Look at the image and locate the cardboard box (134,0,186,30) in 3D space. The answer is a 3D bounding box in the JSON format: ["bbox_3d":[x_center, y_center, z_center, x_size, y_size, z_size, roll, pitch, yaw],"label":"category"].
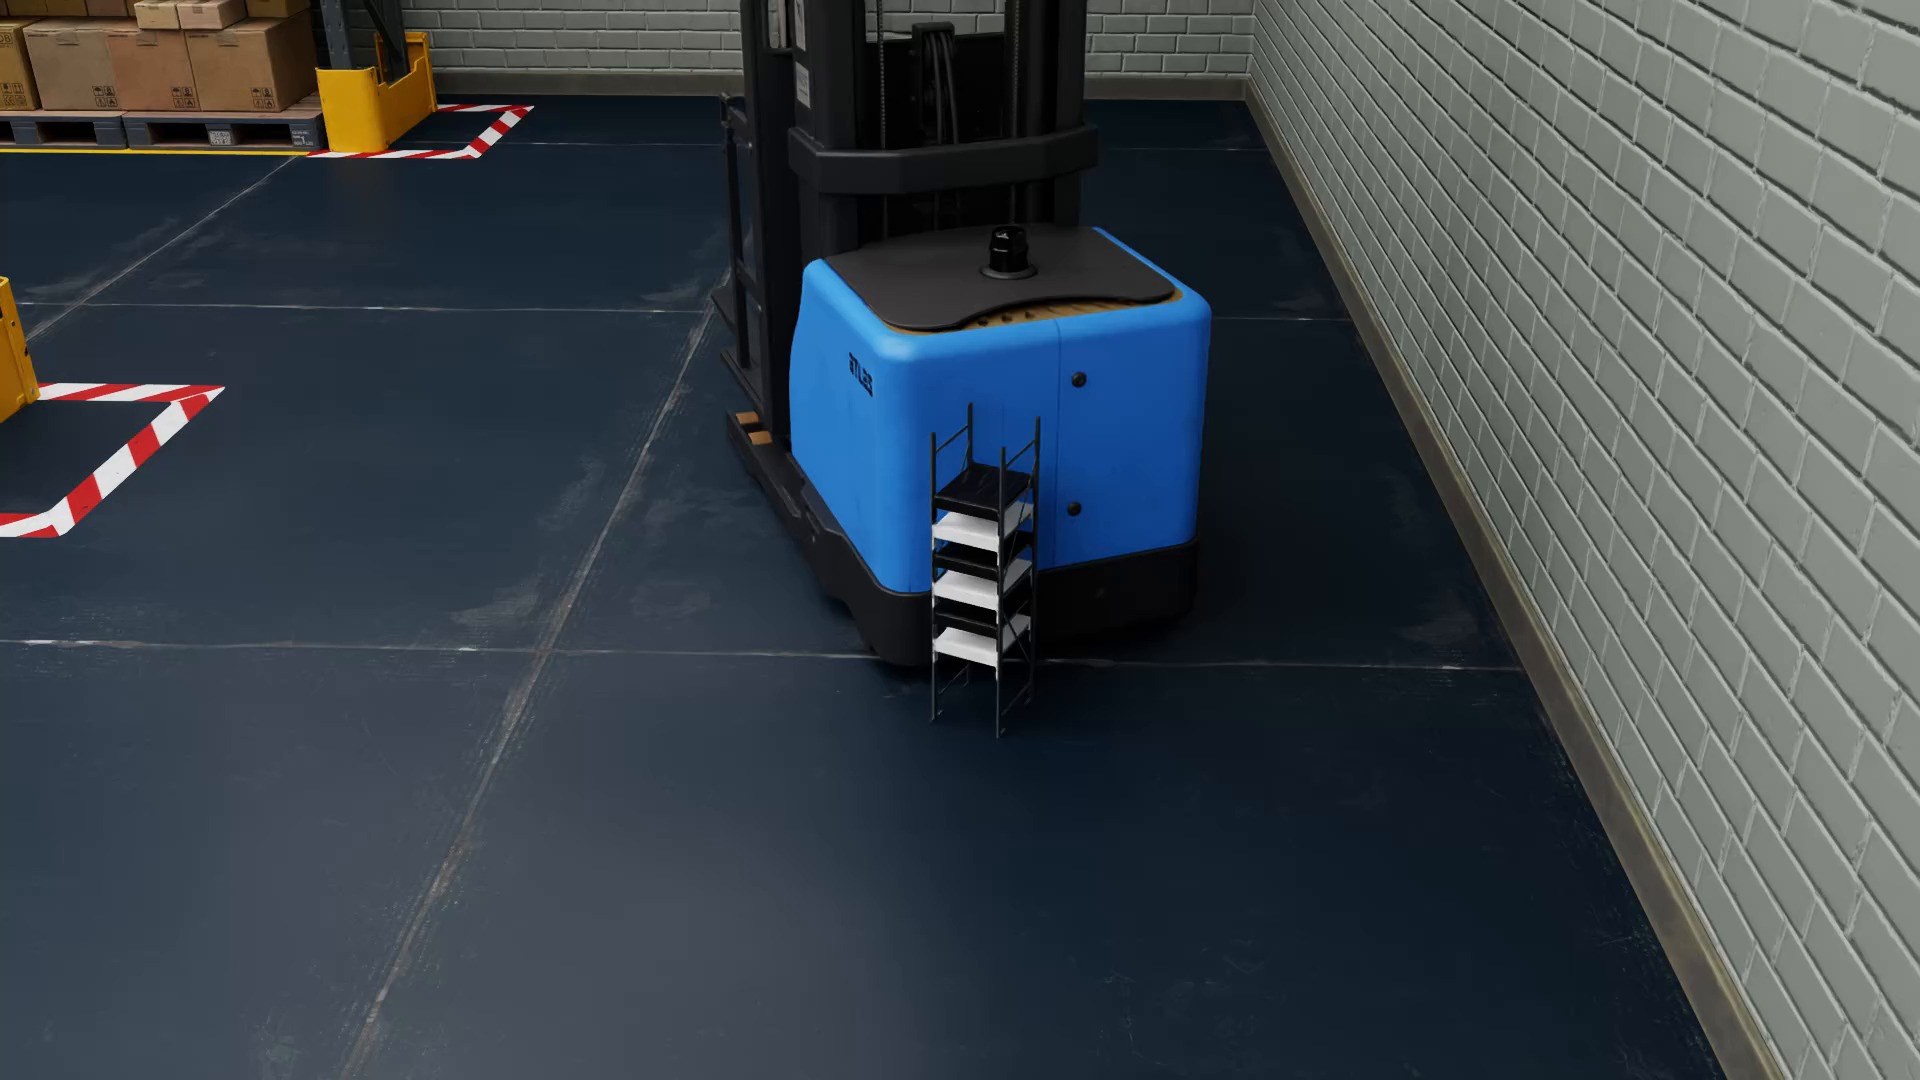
[{"bbox_3d":[-4.834,-3.241,10.189,0.250,0.149,0.380,2,28,3],"label":"cardboard box"}]

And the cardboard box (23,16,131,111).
[{"bbox_3d":[-5.446,-3.050,10.521,0.500,0.500,0.700,0,28,0],"label":"cardboard box"}]

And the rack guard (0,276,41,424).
[{"bbox_3d":[-3.988,-0.566,6.283,0.348,0.500,1.175,1,28,2],"label":"rack guard"}]

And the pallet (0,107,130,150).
[{"bbox_3d":[-5.758,-2.754,10.719,1.213,0.211,1.003,1,28,2],"label":"pallet"}]

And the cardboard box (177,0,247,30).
[{"bbox_3d":[-4.578,-3.237,10.181,0.250,0.149,0.380,1,28,1],"label":"cardboard box"}]

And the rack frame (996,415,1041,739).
[{"bbox_3d":[0.160,0.113,4.575,0.006,0.900,0.240,13,31,23],"label":"rack frame"}]

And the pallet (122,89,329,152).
[{"bbox_3d":[-4.542,-2.732,10.679,1.213,0.211,1.003,1,28,2],"label":"pallet"}]

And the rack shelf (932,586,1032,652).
[{"bbox_3d":[0.069,0.201,4.674,0.200,0.077,0.258,13,31,23],"label":"rack shelf"}]

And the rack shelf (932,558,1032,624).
[{"bbox_3d":[0.069,0.121,4.631,0.200,0.077,0.258,13,31,23],"label":"rack shelf"}]

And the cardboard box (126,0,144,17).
[{"bbox_3d":[-5.068,-3.424,10.534,0.250,0.149,0.380,1,28,2],"label":"cardboard box"}]

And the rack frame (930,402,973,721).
[{"bbox_3d":[-0.022,0.070,4.656,0.006,0.900,0.240,13,31,23],"label":"rack frame"}]

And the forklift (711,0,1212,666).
[{"bbox_3d":[-0.251,-1.595,5.630,1.130,2.935,3.031,-10,30,-18],"label":"forklift"}]

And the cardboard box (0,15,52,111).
[{"bbox_3d":[-5.979,-3.055,10.531,0.500,0.500,0.700,2,28,3],"label":"cardboard box"}]

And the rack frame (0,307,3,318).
[{"bbox_3d":[-3.912,-1.669,5.695,0.127,3.000,1.000,1,28,2],"label":"rack frame"}]

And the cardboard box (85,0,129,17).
[{"bbox_3d":[-5.322,-3.428,10.542,0.250,0.149,0.380,1,28,3],"label":"cardboard box"}]

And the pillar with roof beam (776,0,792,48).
[{"bbox_3d":[-1.164,-4.983,5.543,0.400,9.000,9.100,1,28,2],"label":"pillar with roof beam"}]

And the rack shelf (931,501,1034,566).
[{"bbox_3d":[0.069,-0.038,4.547,0.200,0.077,0.258,13,31,23],"label":"rack shelf"}]

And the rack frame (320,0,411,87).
[{"bbox_3d":[-3.741,-3.988,10.070,0.127,3.000,1.000,1,28,2],"label":"rack frame"}]

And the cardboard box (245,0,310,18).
[{"bbox_3d":[-4.312,-3.412,10.511,0.250,0.149,0.380,1,28,2],"label":"cardboard box"}]

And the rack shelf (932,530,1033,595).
[{"bbox_3d":[0.069,0.042,4.589,0.200,0.077,0.258,13,31,23],"label":"rack shelf"}]

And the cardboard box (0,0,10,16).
[{"bbox_3d":[-6.090,-3.440,10.564,0.250,0.149,0.380,1,28,2],"label":"cardboard box"}]

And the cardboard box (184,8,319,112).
[{"bbox_3d":[-4.444,-3.033,10.490,0.500,0.500,0.700,1,28,2],"label":"cardboard box"}]

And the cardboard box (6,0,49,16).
[{"bbox_3d":[-5.832,-3.436,10.557,0.250,0.149,0.380,0,28,1],"label":"cardboard box"}]

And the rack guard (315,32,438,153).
[{"bbox_3d":[-3.717,-2.883,10.654,0.348,0.500,1.175,1,28,2],"label":"rack guard"}]

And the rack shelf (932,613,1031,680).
[{"bbox_3d":[0.069,0.280,4.716,0.200,0.077,0.258,13,31,23],"label":"rack shelf"}]

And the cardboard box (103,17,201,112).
[{"bbox_3d":[-4.944,-3.042,10.506,0.500,0.500,0.700,1,28,2],"label":"cardboard box"}]

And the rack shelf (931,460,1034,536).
[{"bbox_3d":[0.069,-0.117,4.505,0.200,0.077,0.258,13,31,23],"label":"rack shelf"}]

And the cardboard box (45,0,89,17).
[{"bbox_3d":[-5.579,-3.432,10.549,0.250,0.149,0.380,1,28,2],"label":"cardboard box"}]

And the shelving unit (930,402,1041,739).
[{"bbox_3d":[0.069,0.092,4.616,0.210,0.900,0.258,13,31,23],"label":"shelving unit"}]
